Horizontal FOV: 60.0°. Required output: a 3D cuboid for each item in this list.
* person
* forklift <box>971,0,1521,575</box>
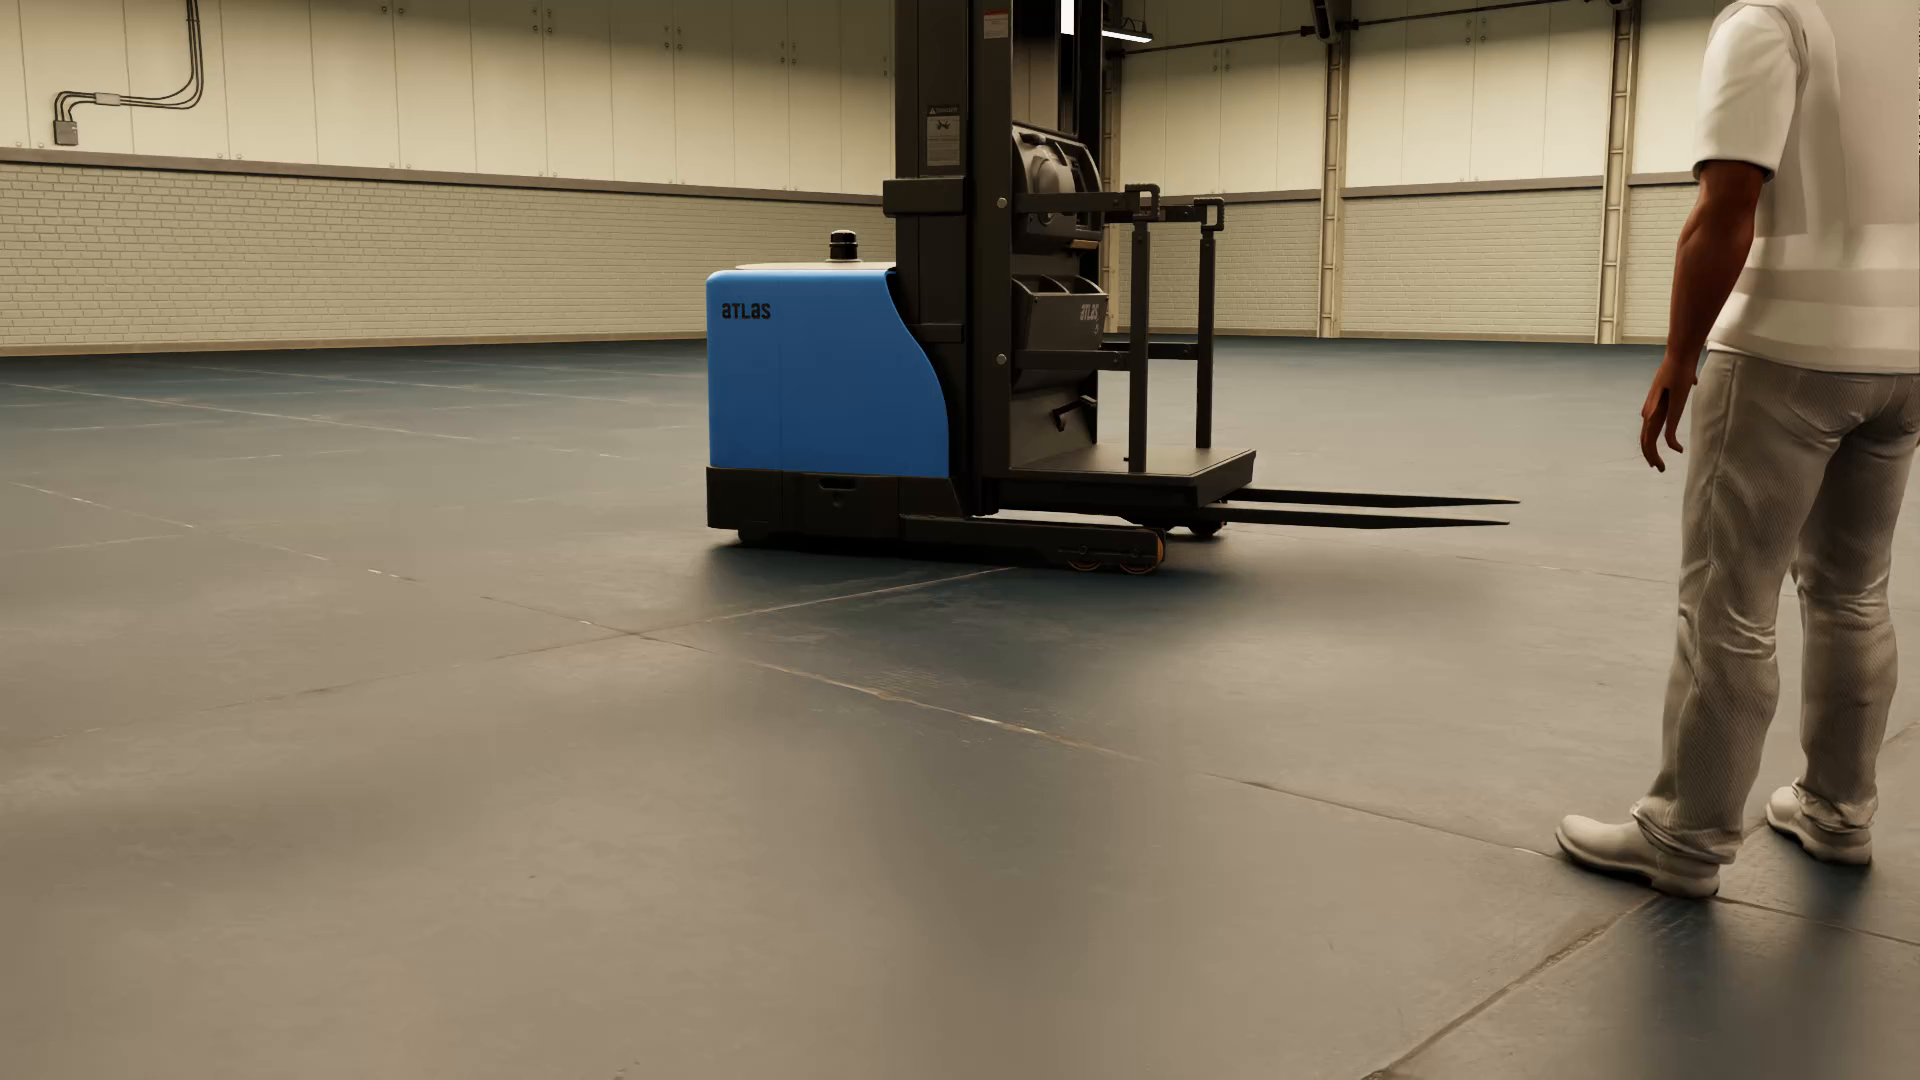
[{"bbox_3d":[1.419,-0.304,2.815,0.679,1.765,0.462,-3,9,-18],"label":"person"},{"bbox_3d":[0.563,-1.415,6.272,3.031,2.935,1.121,3,9,22],"label":"forklift"}]
